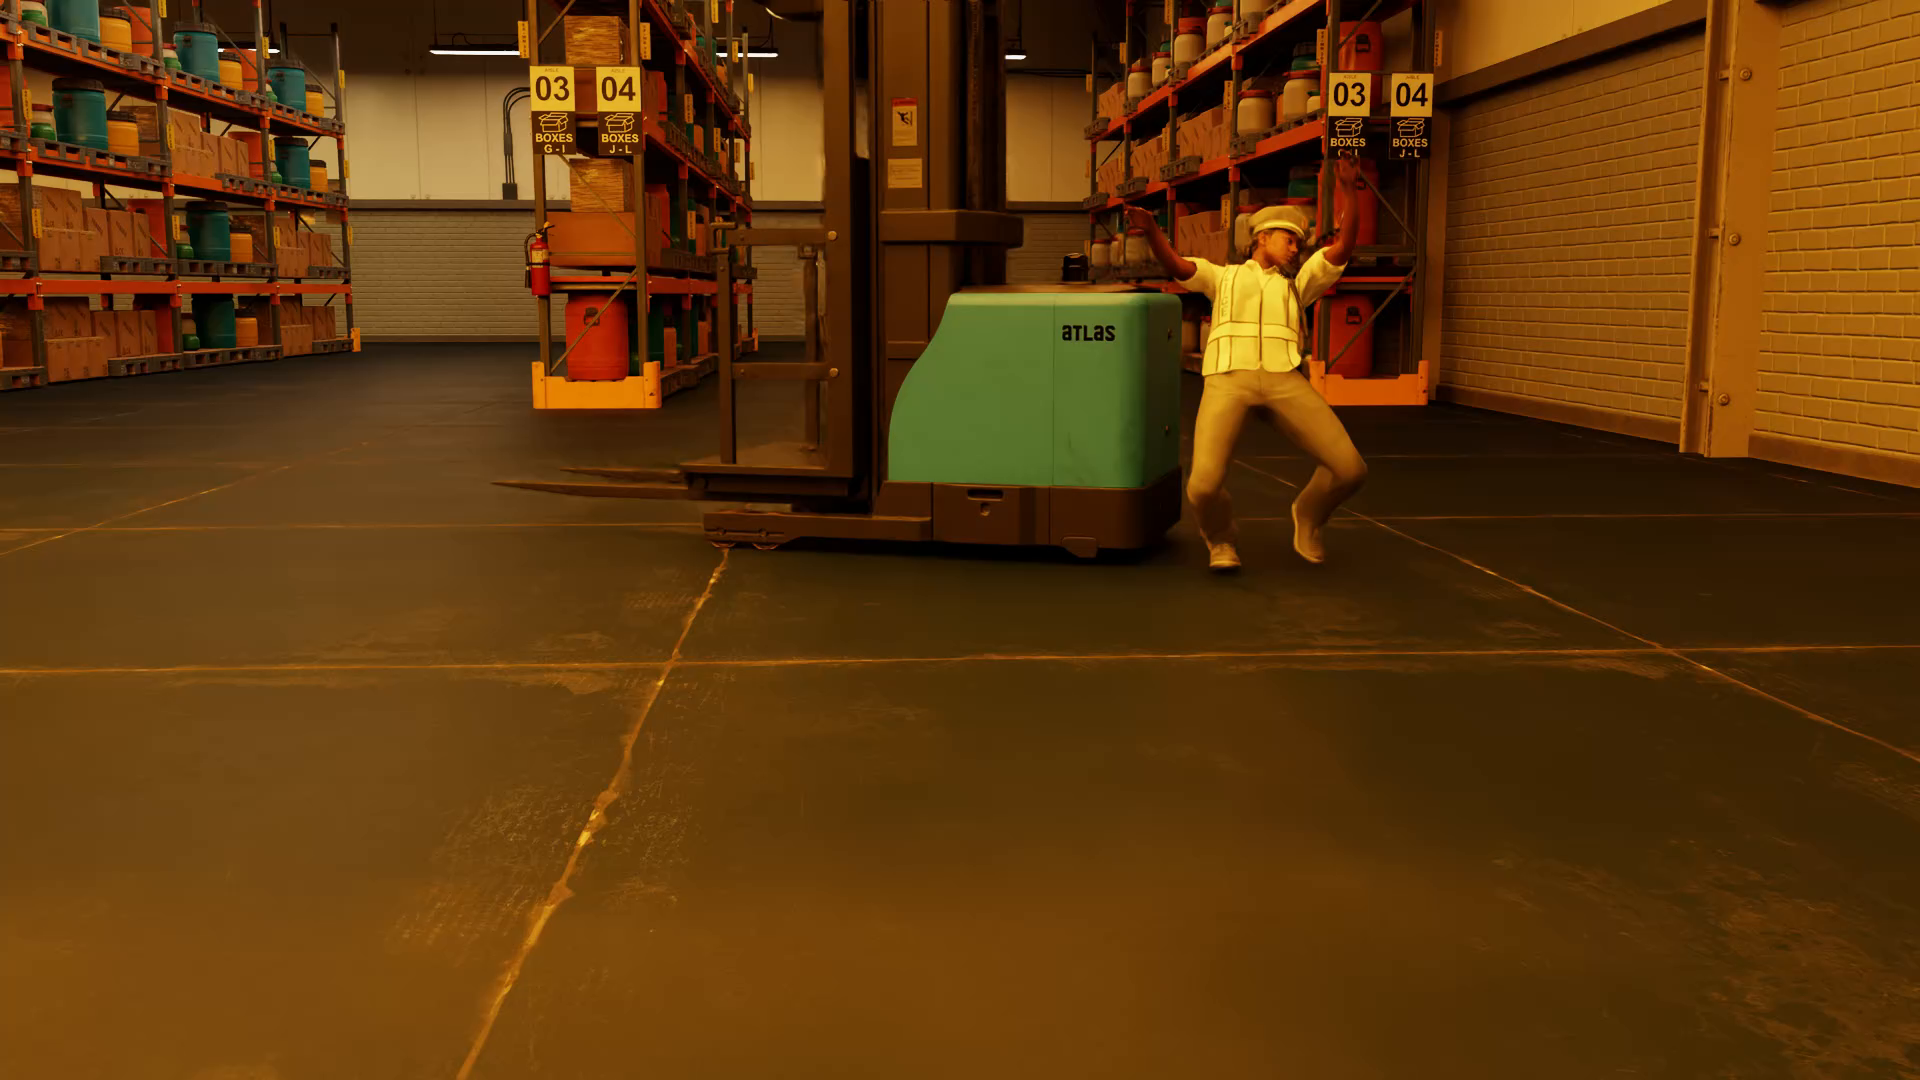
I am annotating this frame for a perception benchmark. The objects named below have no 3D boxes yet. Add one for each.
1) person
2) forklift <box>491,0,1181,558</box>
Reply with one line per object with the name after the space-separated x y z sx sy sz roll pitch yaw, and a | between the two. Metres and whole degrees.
1.036 -0.679 6.403 0.946 1.579 0.691 -1 8 -5 | person
-0.586 -1.475 7.263 3.031 2.935 1.130 2 9 16 | forklift
